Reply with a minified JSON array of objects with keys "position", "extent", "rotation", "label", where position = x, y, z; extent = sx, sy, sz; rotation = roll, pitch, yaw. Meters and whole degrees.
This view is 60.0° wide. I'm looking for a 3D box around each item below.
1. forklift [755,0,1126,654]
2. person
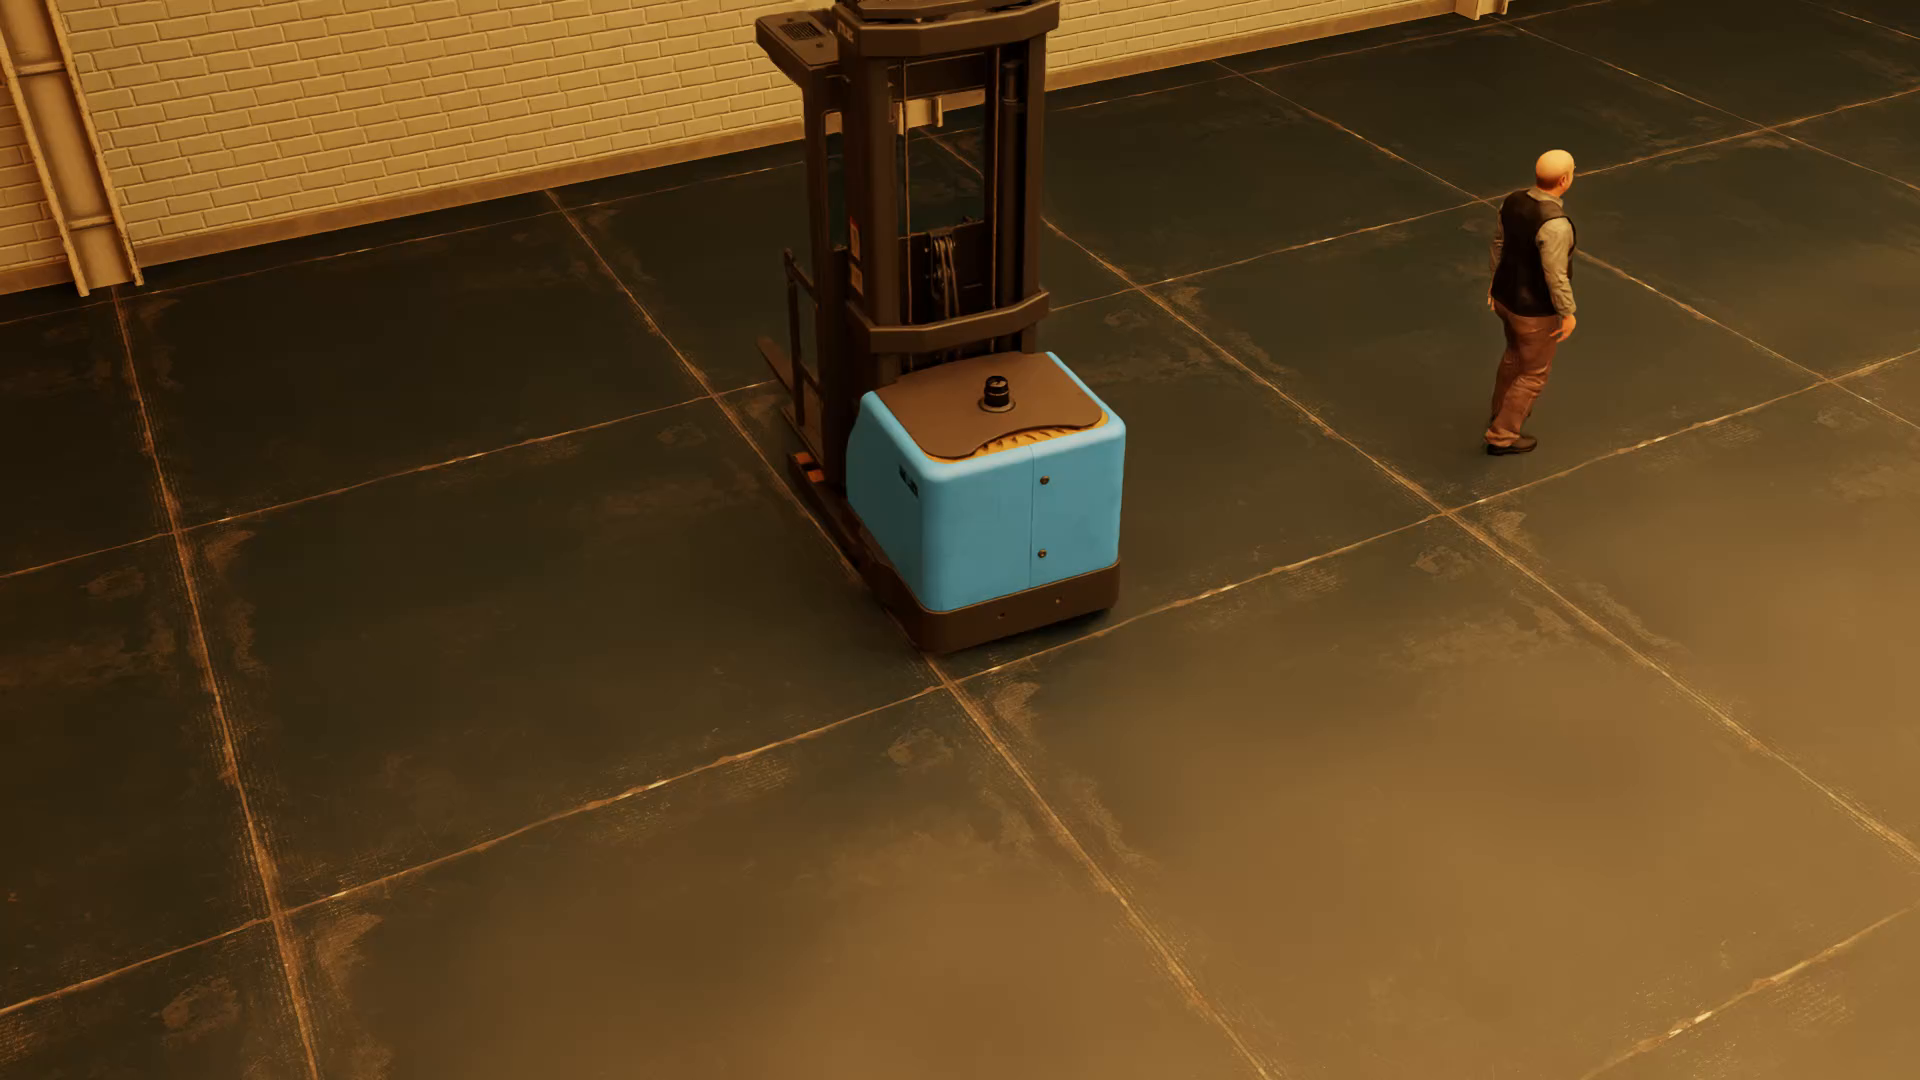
[{"position":[-0.294,-1.505,8.252],"extent":[1.130,2.935,3.031],"rotation":[-15,38,-20],"label":"forklift"},{"position":[3.142,-1.276,9.016],"extent":[0.513,1.751,0.614],"rotation":[-9,36,-13],"label":"person"}]
